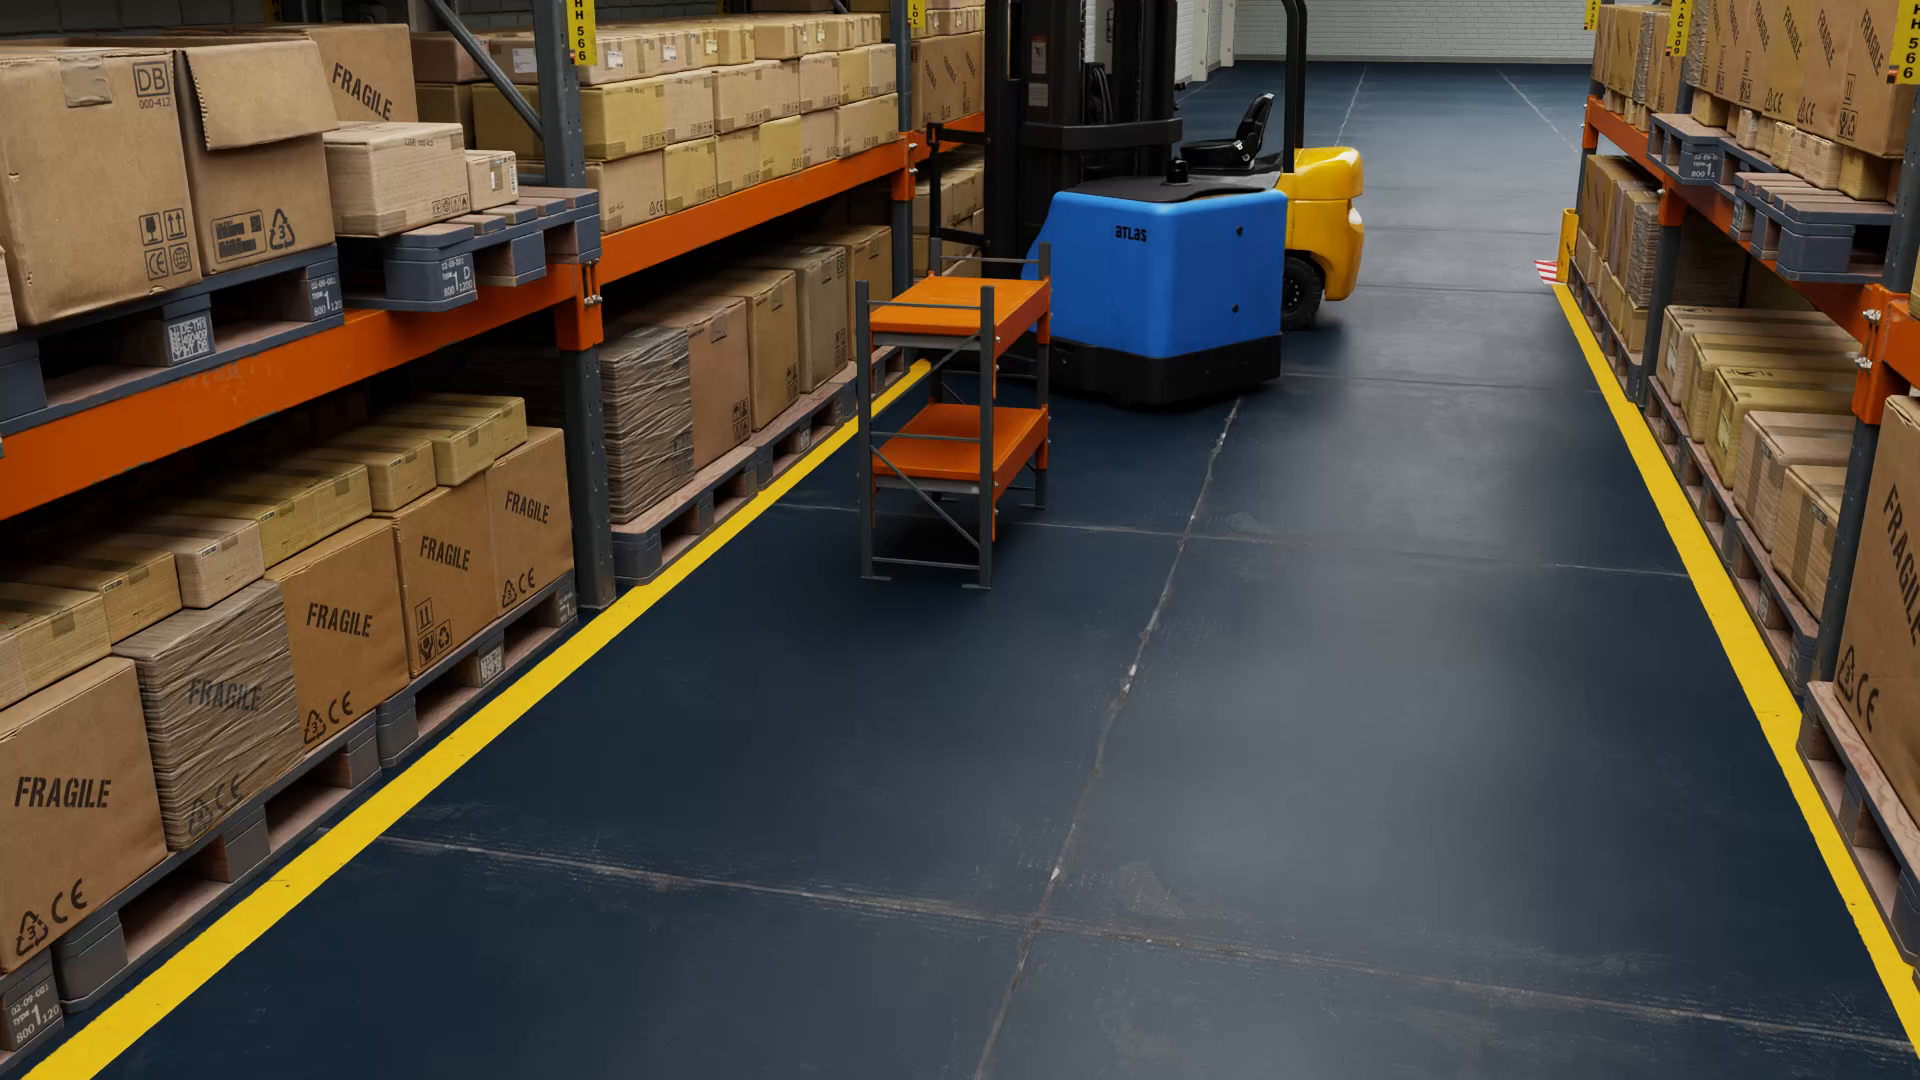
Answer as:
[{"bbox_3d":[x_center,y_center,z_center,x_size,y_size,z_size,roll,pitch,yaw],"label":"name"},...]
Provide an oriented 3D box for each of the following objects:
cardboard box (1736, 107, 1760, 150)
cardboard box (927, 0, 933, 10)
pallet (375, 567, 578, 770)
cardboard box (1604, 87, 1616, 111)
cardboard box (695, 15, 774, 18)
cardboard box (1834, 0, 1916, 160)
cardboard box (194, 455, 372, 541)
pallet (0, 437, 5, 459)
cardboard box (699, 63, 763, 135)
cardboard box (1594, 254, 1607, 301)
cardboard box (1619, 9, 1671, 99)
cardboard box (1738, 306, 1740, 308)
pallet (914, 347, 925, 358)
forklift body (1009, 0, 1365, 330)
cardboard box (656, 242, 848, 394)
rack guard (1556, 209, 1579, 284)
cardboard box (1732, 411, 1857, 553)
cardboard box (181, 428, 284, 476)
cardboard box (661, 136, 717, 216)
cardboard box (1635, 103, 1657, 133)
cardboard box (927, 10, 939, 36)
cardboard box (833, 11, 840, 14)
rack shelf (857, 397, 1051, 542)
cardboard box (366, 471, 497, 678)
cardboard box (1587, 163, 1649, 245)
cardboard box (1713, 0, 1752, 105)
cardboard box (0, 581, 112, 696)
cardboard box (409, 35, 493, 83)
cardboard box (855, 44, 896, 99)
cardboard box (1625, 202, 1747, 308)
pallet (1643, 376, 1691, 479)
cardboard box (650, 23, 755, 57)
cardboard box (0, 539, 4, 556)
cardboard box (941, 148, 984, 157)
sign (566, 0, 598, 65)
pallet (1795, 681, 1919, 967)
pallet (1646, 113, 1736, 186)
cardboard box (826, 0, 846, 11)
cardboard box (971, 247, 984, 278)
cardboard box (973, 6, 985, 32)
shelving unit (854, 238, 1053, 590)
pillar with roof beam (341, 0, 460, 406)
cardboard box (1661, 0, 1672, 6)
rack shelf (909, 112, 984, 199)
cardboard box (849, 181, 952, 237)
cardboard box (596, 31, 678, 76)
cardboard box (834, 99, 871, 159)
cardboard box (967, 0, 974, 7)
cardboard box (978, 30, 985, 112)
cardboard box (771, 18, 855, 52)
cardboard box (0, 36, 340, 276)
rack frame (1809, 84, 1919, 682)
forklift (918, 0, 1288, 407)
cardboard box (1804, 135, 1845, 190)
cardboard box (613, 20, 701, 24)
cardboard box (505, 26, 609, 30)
[{"bbox_3d":[3.259,-1.606,6.488,0.380,0.149,0.250,5,20,15],"label":"cardboard box"},{"bbox_3d":[-0.373,-3.213,9.835,0.380,0.149,0.250,4,19,12],"label":"cardboard box"},{"bbox_3d":[-1.965,0.333,5.387,1.003,0.211,1.213,5,19,13],"label":"pallet"},{"bbox_3d":[4.441,-2.893,10.905,0.380,0.149,0.250,5,19,14],"label":"cardboard box"},{"bbox_3d":[-1.179,-2.653,8.656,0.380,0.149,0.250,4,19,12],"label":"cardboard box"},{"bbox_3d":[2.910,-1.378,4.818,0.500,0.500,0.500,4,19,12],"label":"cardboard box"},{"bbox_3d":[-1.873,-0.120,4.612,0.380,0.149,0.250,5,20,15],"label":"cardboard box"},{"bbox_3d":[-2.422,-0.115,2.681,1.003,0.211,1.213,5,19,13],"label":"pallet"},{"bbox_3d":[-1.131,-1.823,6.842,0.500,0.250,0.500,4,19,12],"label":"cardboard box"},{"bbox_3d":[4.305,-1.670,10.540,0.500,0.250,0.500,6,20,17],"label":"cardboard box"},{"bbox_3d":[4.275,-2.914,9.963,0.500,0.500,0.500,4,19,12],"label":"cardboard box"},{"bbox_3d":[4.452,-1.142,8.995,0.500,0.250,0.500,4,19,11],"label":"cardboard box"},{"bbox_3d":[-0.533,-1.398,10.454,1.003,0.211,1.213,5,19,13],"label":"pallet"},{"bbox_3d":[1.515,-2.585,10.929,2.313,2.155,1.214,5,19,13],"label":"forklift body"},{"bbox_3d":[-1.082,-1.140,8.408,0.875,0.625,0.625,4,19,13],"label":"cardboard box"},{"bbox_3d":[5.005,-2.128,12.144,1.175,0.500,0.348,5,19,13],"label":"rack guard"},{"bbox_3d":[3.389,-0.191,6.021,0.950,0.372,0.625,4,19,12],"label":"cardboard box"},{"bbox_3d":[-2.249,-0.237,4.953,0.380,0.149,0.250,5,19,14],"label":"cardboard box"},{"bbox_3d":[-1.273,-1.424,6.448,0.500,0.250,0.500,4,19,12],"label":"cardboard box"},{"bbox_3d":[4.074,-2.406,9.478,0.380,0.149,0.250,4,19,13],"label":"cardboard box"},{"bbox_3d":[-0.337,-3.070,9.878,0.380,0.149,0.250,5,19,13],"label":"cardboard box"},{"bbox_3d":[-0.911,-3.028,9.755,0.380,0.149,0.250,4,19,12],"label":"cardboard box"},{"bbox_3d":[-0.002,-0.299,6.579,0.538,0.278,1.000,5,19,13],"label":"rack shelf"},{"bbox_3d":[-1.773,0.072,5.054,0.500,0.500,0.500,4,19,13],"label":"cardboard box"},{"bbox_3d":[4.429,-2.184,10.886,0.500,0.500,0.500,4,19,11],"label":"cardboard box"},{"bbox_3d":[3.397,-2.032,6.733,0.500,0.500,0.500,5,19,13],"label":"cardboard box"},{"bbox_3d":[-2.119,0.207,3.654,0.380,0.149,0.250,5,20,15],"label":"cardboard box"},{"bbox_3d":[-1.862,-1.690,5.837,0.380,0.149,0.250,5,20,15],"label":"cardboard box"},{"bbox_3d":[-0.640,-2.463,8.717,0.500,0.250,0.500,4,19,12],"label":"cardboard box"},{"bbox_3d":[3.930,-1.540,9.000,0.500,0.500,0.500,4,19,13],"label":"cardboard box"},{"bbox_3d":[3.857,-0.517,7.875,1.003,0.211,1.213,5,19,13],"label":"pallet"},{"bbox_3d":[-1.107,-2.143,7.164,0.380,0.149,0.250,5,19,13],"label":"cardboard box"},{"bbox_3d":[-2.547,0.089,4.001,0.380,0.149,0.250,4,19,11],"label":"cardboard box"},{"bbox_3d":[0.166,-2.608,11.739,0.500,0.250,0.500,5,19,14],"label":"cardboard box"},{"bbox_3d":[-1.217,-1.689,5.322,0.100,0.325,0.005,5,19,13],"label":"sign"},{"bbox_3d":[2.803,0.734,4.213,1.003,0.211,1.213,5,19,13],"label":"pallet"},{"bbox_3d":[3.718,-1.762,7.503,1.003,0.211,1.213,5,19,13],"label":"pallet"},{"bbox_3d":[-0.882,-3.166,9.698,0.380,0.149,0.250,4,19,12],"label":"cardboard box"},{"bbox_3d":[-0.110,-1.817,10.972,0.500,0.250,0.500,5,19,14],"label":"cardboard box"},{"bbox_3d":[-0.038,-3.388,10.808,0.380,0.149,0.250,4,19,12],"label":"cardboard box"},{"bbox_3d":[-0.002,-0.530,6.500,0.538,1.125,1.048,5,19,13],"label":"shelving unit"},{"bbox_3d":[1.873,-4.197,5.053,9.100,9.000,0.400,5,19,13],"label":"pillar with roof beam"},{"bbox_3d":[5.110,-3.819,11.065,0.700,0.500,0.500,4,19,12],"label":"cardboard box"},{"bbox_3d":[-0.280,-2.758,11.235,1.077,0.370,4.000,5,19,13],"label":"rack shelf"},{"bbox_3d":[-0.346,-1.969,9.870,0.500,0.250,0.500,4,19,13],"label":"cardboard box"},{"bbox_3d":[-1.280,-1.815,6.203,0.380,0.149,0.250,5,20,15],"label":"cardboard box"},{"bbox_3d":[-0.755,-2.064,8.322,0.500,0.250,0.500,5,19,13],"label":"cardboard box"},{"bbox_3d":[-0.121,-3.533,10.772,0.380,0.149,0.250,5,19,14],"label":"cardboard box"},{"bbox_3d":[-0.029,-3.117,11.017,0.500,0.500,0.500,5,19,14],"label":"cardboard box"},{"bbox_3d":[-0.729,-2.454,8.072,0.380,0.149,0.250,4,19,12],"label":"cardboard box"},{"bbox_3d":[-1.965,-0.939,3.988,0.797,0.503,0.637,4,19,12],"label":"cardboard box"},{"bbox_3d":[3.069,-0.827,4.469,1.000,3.000,0.127,5,19,13],"label":"rack frame"},{"bbox_3d":[0.408,-2.478,9.407,1.130,2.935,3.031,-16,24,-38],"label":"forklift"},{"bbox_3d":[2.934,-1.201,5.301,0.380,0.149,0.250,4,19,13],"label":"cardboard box"},{"bbox_3d":[-1.425,-2.337,7.732,0.380,0.149,0.250,5,19,13],"label":"cardboard box"},{"bbox_3d":[-1.653,-2.016,6.790,0.380,0.149,0.250,5,19,13],"label":"cardboard box"}]
